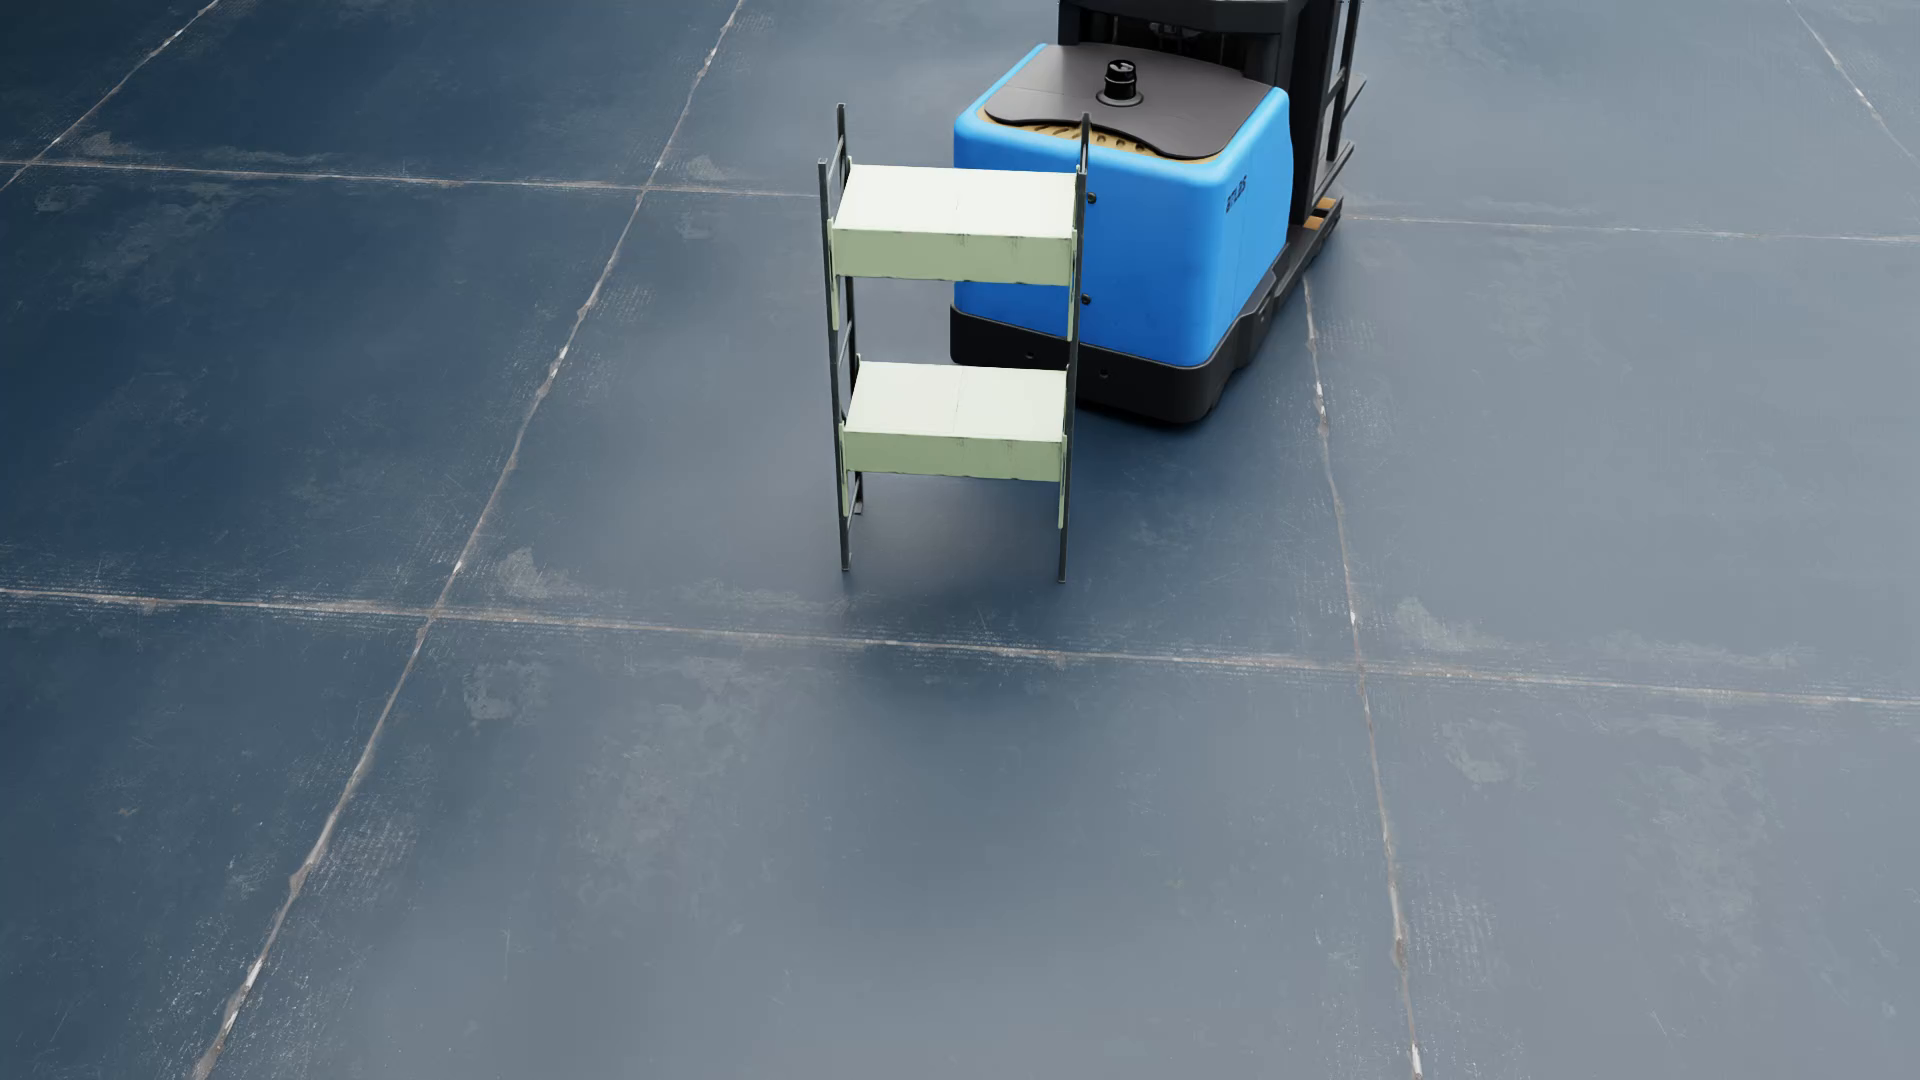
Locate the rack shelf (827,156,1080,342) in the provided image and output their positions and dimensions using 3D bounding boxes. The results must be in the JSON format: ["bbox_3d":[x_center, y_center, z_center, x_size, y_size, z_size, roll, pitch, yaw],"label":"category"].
[{"bbox_3d":[-0.007,-0.885,5.031,0.720,0.370,0.431,3,39,4],"label":"rack shelf"}]

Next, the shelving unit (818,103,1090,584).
[{"bbox_3d":[-0.007,-0.582,5.277,0.755,1.500,0.431,3,39,4],"label":"shelving unit"}]

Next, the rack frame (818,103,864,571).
[{"bbox_3d":[-0.371,-0.602,5.301,0.023,1.500,0.400,3,39,4],"label":"rack frame"}]

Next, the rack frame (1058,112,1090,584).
[{"bbox_3d":[0.358,-0.562,5.252,0.023,1.500,0.400,3,39,4],"label":"rack frame"}]

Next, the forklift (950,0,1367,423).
[{"bbox_3d":[1.053,-2.496,6.495,1.130,2.935,3.031,17,42,20],"label":"forklift"}]

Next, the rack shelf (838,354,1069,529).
[{"bbox_3d":[-0.007,-0.329,5.483,0.720,0.370,0.431,3,39,4],"label":"rack shelf"}]
